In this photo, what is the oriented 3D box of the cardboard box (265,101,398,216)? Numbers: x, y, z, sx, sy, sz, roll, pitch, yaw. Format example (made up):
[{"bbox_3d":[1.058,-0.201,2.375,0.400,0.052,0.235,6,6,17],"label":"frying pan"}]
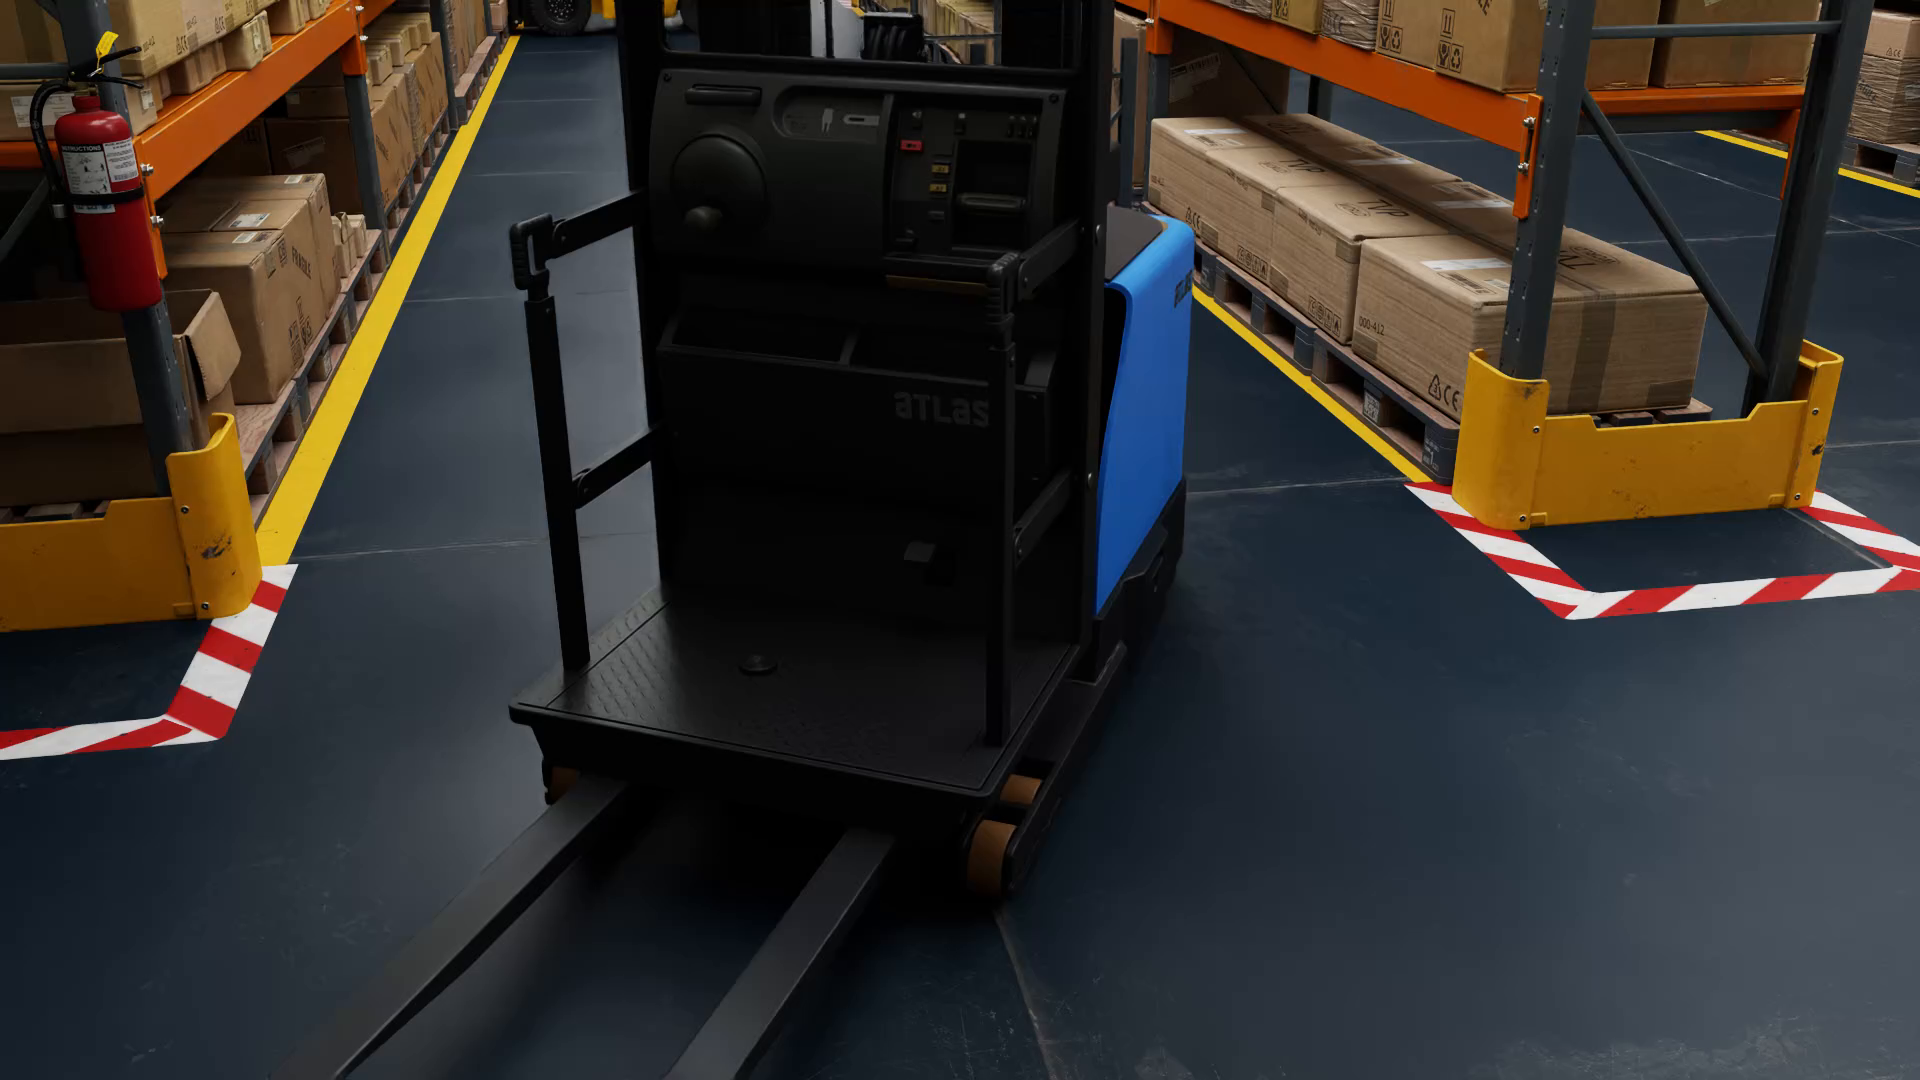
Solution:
[{"bbox_3d":[-3.247,-1.979,8.631,0.500,0.500,0.500,-3,24,-7],"label":"cardboard box"}]

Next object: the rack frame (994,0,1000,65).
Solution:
[{"bbox_3d":[0.759,-4.667,12.188,1.000,3.000,0.127,-4,24,-10],"label":"rack frame"}]

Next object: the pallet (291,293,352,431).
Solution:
[{"bbox_3d":[-3.024,-0.696,6.579,1.003,0.211,1.213,-4,24,-10],"label":"pallet"}]

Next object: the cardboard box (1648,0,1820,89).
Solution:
[{"bbox_3d":[2.432,-1.776,5.444,0.500,0.500,0.500,-4,24,-10],"label":"cardboard box"}]

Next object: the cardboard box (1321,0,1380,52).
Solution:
[{"bbox_3d":[1.706,-2.136,6.269,0.500,0.500,0.500,-4,24,-8],"label":"cardboard box"}]

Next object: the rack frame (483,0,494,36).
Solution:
[{"bbox_3d":[-4.858,-5.871,14.946,1.000,3.000,0.127,-4,24,-10],"label":"rack frame"}]

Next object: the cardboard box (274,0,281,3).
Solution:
[{"bbox_3d":[-2.858,-2.217,6.394,0.500,0.250,0.500,-4,24,-10],"label":"cardboard box"}]

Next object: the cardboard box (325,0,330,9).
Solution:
[{"bbox_3d":[-3.002,-2.402,7.316,0.380,0.149,0.250,-4,24,-8],"label":"cardboard box"}]

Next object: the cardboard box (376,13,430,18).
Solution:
[{"bbox_3d":[-3.778,-3.467,11.228,0.380,0.149,0.250,-5,24,-12],"label":"cardboard box"}]

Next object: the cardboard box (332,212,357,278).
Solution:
[{"bbox_3d":[-2.921,-1.326,7.430,0.396,0.266,0.258,-3,24,-8],"label":"cardboard box"}]

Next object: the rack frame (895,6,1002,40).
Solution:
[{"bbox_3d":[0.023,-1.152,6.013,0.500,1.500,0.032,-6,24,-13],"label":"rack frame"}]

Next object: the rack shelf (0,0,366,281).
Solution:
[{"bbox_3d":[-3.009,-1.608,6.084,1.077,0.370,4.000,-4,24,-10],"label":"rack shelf"}]

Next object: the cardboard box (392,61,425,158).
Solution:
[{"bbox_3d":[-3.533,-2.588,10.027,0.500,0.500,0.500,-5,24,-12],"label":"cardboard box"}]

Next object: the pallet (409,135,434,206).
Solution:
[{"bbox_3d":[-3.795,-2.245,10.126,1.003,0.211,1.213,-4,24,-10],"label":"pallet"}]

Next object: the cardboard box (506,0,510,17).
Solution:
[{"bbox_3d":[-4.841,-5.418,16.818,0.500,0.250,0.500,-4,24,-9],"label":"cardboard box"}]

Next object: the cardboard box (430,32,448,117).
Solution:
[{"bbox_3d":[-3.829,-3.195,11.415,0.500,0.500,0.500,-4,24,-8],"label":"cardboard box"}]

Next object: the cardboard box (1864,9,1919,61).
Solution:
[{"bbox_3d":[5.959,-3.164,10.409,0.500,0.250,0.500,-5,24,-11],"label":"cardboard box"}]

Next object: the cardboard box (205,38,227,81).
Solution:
[{"bbox_3d":[-2.647,-1.591,5.459,0.380,0.149,0.250,-4,24,-9],"label":"cardboard box"}]

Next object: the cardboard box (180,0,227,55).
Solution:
[{"bbox_3d":[-2.552,-1.616,5.017,0.500,0.250,0.500,-4,24,-9],"label":"cardboard box"}]

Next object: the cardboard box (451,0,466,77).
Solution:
[{"bbox_3d":[-4.349,-3.905,12.886,0.875,0.625,0.625,-4,24,-8],"label":"cardboard box"}]

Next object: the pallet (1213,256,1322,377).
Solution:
[{"bbox_3d":[1.791,-1.030,7.344,1.003,0.211,1.213,-4,24,-10],"label":"pallet"}]

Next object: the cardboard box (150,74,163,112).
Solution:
[{"bbox_3d":[-2.523,-1.282,4.752,0.380,0.149,0.250,-4,24,-8],"label":"cardboard box"}]

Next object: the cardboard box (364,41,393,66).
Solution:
[{"bbox_3d":[-3.565,-2.843,9.799,0.380,0.149,0.250,-4,24,-10],"label":"cardboard box"}]

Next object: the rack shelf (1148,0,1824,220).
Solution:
[{"bbox_3d":[1.869,-1.977,6.928,1.077,0.370,4.000,-4,24,-10],"label":"rack shelf"}]

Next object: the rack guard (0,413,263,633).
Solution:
[{"bbox_3d":[-2.653,-0.036,4.707,1.175,0.500,0.348,-4,24,-10],"label":"rack guard"}]

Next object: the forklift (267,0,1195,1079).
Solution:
[{"bbox_3d":[-0.301,-0.768,3.347,1.130,2.935,3.031,8,25,18],"label":"forklift"}]

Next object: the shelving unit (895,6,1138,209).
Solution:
[{"bbox_3d":[0.151,-0.951,5.554,0.587,1.500,1.083,-6,24,-13],"label":"shelving unit"}]

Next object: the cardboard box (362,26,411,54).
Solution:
[{"bbox_3d":[-3.688,-3.148,10.497,0.380,0.149,0.250,-4,24,-8],"label":"cardboard box"}]

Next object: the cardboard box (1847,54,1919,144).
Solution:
[{"bbox_3d":[5.960,-2.819,10.555,0.500,0.500,0.500,-5,24,-11],"label":"cardboard box"}]

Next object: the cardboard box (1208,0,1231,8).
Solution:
[{"bbox_3d":[1.417,-2.737,7.644,0.500,0.500,0.500,-4,24,-9],"label":"cardboard box"}]

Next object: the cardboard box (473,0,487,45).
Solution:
[{"bbox_3d":[-4.750,-4.771,14.869,0.875,0.625,0.625,-3,24,-7],"label":"cardboard box"}]

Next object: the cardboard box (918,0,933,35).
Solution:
[{"bbox_3d":[0.119,-5.022,15.760,0.950,0.372,0.625,-4,24,-9],"label":"cardboard box"}]

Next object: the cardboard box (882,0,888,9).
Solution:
[{"bbox_3d":[-0.552,-5.794,17.680,0.500,0.250,0.500,-4,24,-9],"label":"cardboard box"}]

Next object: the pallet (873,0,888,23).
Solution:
[{"bbox_3d":[-0.368,-5.705,18.048,1.003,0.211,1.213,-4,24,-10],"label":"pallet"}]

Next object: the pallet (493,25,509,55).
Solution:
[{"bbox_3d":[-4.964,-4.909,16.227,1.003,0.211,1.213,-4,24,-10],"label":"pallet"}]

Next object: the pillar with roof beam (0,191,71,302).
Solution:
[{"bbox_3d":[0.095,-5.452,6.490,9.100,9.000,0.400,-4,24,-10],"label":"pillar with roof beam"}]

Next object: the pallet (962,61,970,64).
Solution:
[{"bbox_3d":[0.616,-3.696,13.450,1.003,0.211,1.213,-4,24,-10],"label":"pallet"}]

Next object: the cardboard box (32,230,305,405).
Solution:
[{"bbox_3d":[-2.779,-0.785,5.898,0.700,0.500,0.500,-3,24,-8],"label":"cardboard box"}]

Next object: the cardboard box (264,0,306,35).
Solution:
[{"bbox_3d":[-2.833,-2.098,6.620,0.380,0.149,0.250,-5,24,-11],"label":"cardboard box"}]

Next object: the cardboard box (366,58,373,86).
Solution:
[{"bbox_3d":[-3.433,-2.540,9.105,0.380,0.149,0.250,-5,24,-11],"label":"cardboard box"}]

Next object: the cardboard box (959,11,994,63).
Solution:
[{"bbox_3d":[0.520,-4.168,13.803,0.950,0.372,0.625,-5,24,-11],"label":"cardboard box"}]

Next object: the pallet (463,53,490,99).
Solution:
[{"bbox_3d":[-4.454,-3.826,13.746,1.003,0.211,1.213,-4,24,-10],"label":"pallet"}]

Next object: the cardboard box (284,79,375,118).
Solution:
[{"bbox_3d":[-3.183,-2.230,8.395,0.380,0.149,0.250,-3,24,-7],"label":"cardboard box"}]

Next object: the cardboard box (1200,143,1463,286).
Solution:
[{"bbox_3d":[1.676,-1.505,7.624,0.875,0.438,0.875,-5,24,-11],"label":"cardboard box"}]

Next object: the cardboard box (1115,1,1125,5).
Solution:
[{"bbox_3d":[1.131,-2.905,10.283,0.875,0.875,0.875,-4,24,-8],"label":"cardboard box"}]
